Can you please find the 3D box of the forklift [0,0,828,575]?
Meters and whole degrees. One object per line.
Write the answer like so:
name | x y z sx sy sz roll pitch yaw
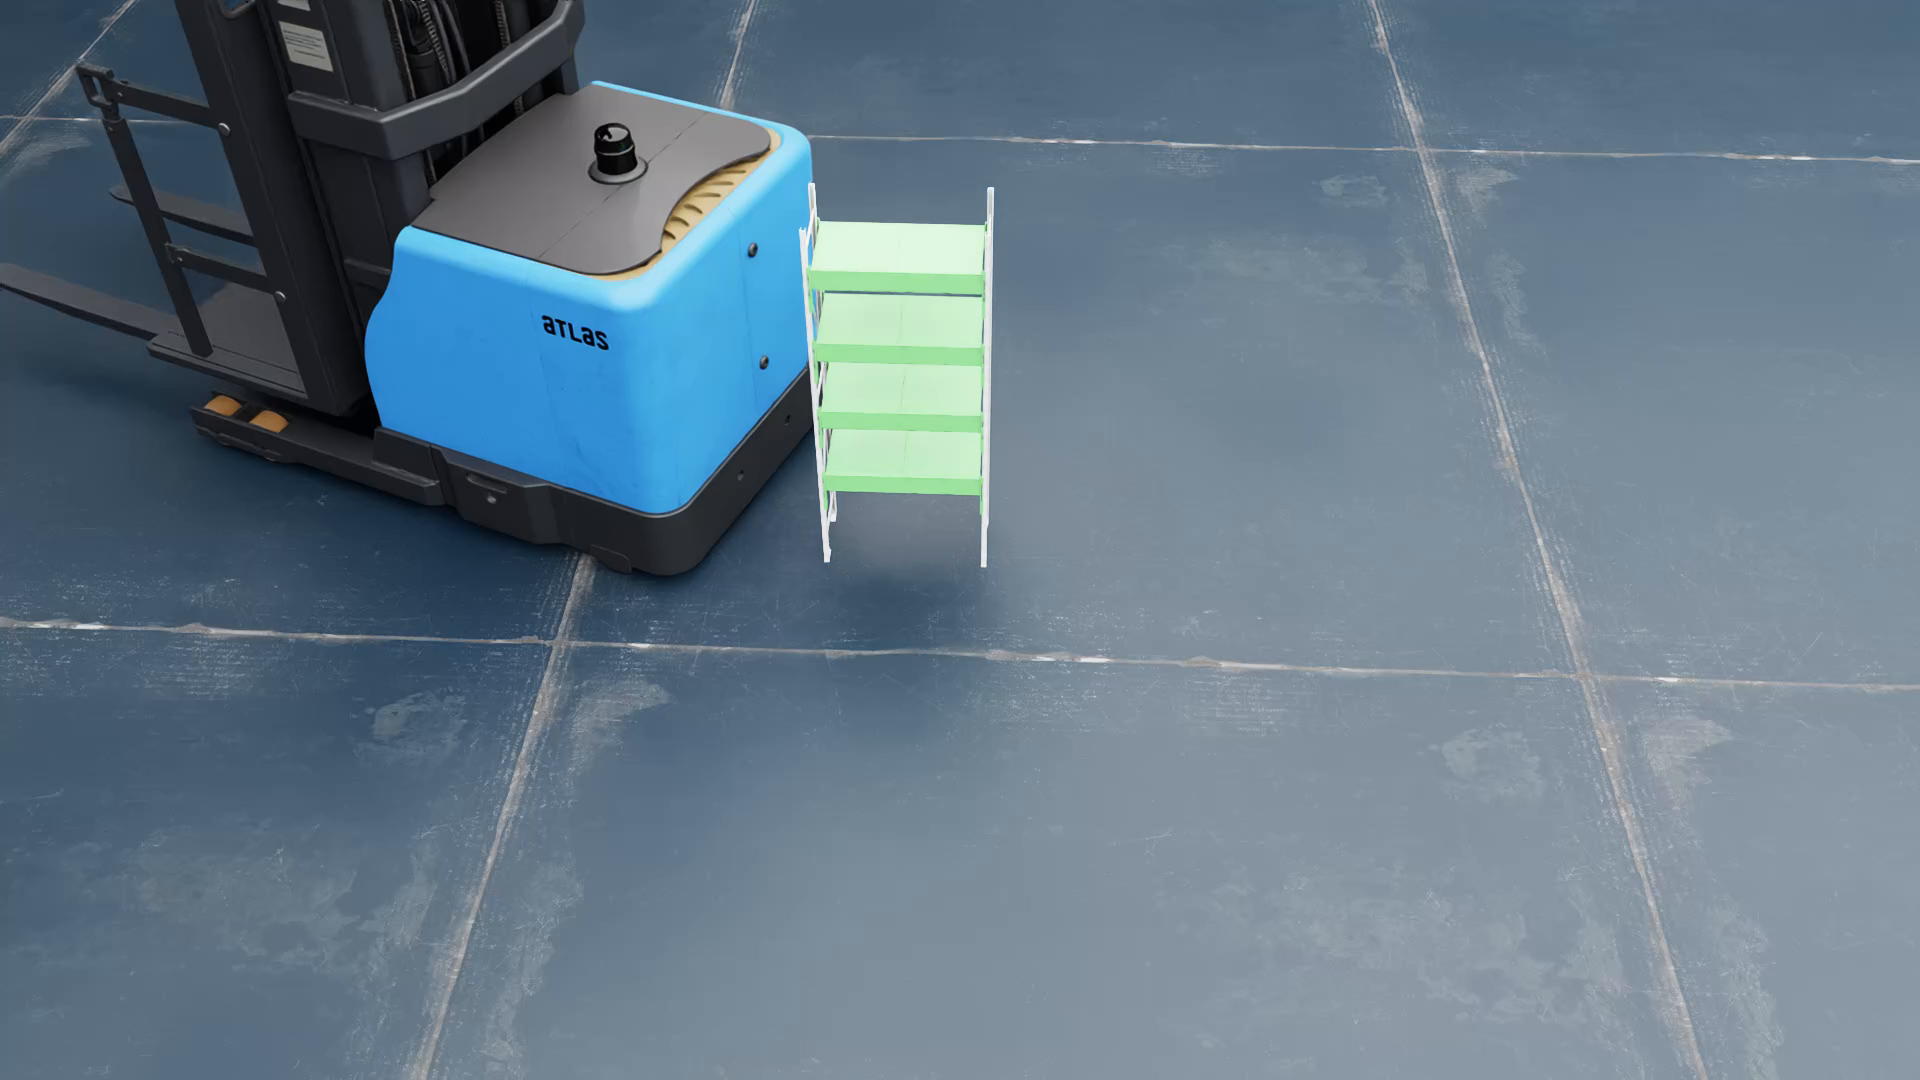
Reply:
forklift | -1.996 -1.643 4.863 3.031 2.935 1.130 17 46 18

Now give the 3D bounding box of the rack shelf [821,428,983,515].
rack shelf | -0.165 -0.222 5.054 0.480 0.148 0.258 2 43 2

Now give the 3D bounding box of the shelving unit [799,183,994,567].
shelving unit | -0.165 -0.444 4.846 0.503 1.200 0.258 2 43 2

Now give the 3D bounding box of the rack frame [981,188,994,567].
rack frame | 0.078 -0.437 4.838 0.015 1.200 0.240 2 43 2

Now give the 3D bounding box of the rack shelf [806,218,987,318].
rack shelf | -0.165 -0.749 4.563 0.480 0.148 0.258 2 43 2

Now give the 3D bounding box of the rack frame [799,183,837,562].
rack frame | -0.409 -0.452 4.855 0.015 1.200 0.240 2 43 2

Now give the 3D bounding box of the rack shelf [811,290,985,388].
rack shelf | -0.165 -0.573 4.726 0.480 0.148 0.258 2 43 2

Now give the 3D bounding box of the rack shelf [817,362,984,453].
rack shelf | -0.165 -0.397 4.890 0.480 0.148 0.258 2 43 2
